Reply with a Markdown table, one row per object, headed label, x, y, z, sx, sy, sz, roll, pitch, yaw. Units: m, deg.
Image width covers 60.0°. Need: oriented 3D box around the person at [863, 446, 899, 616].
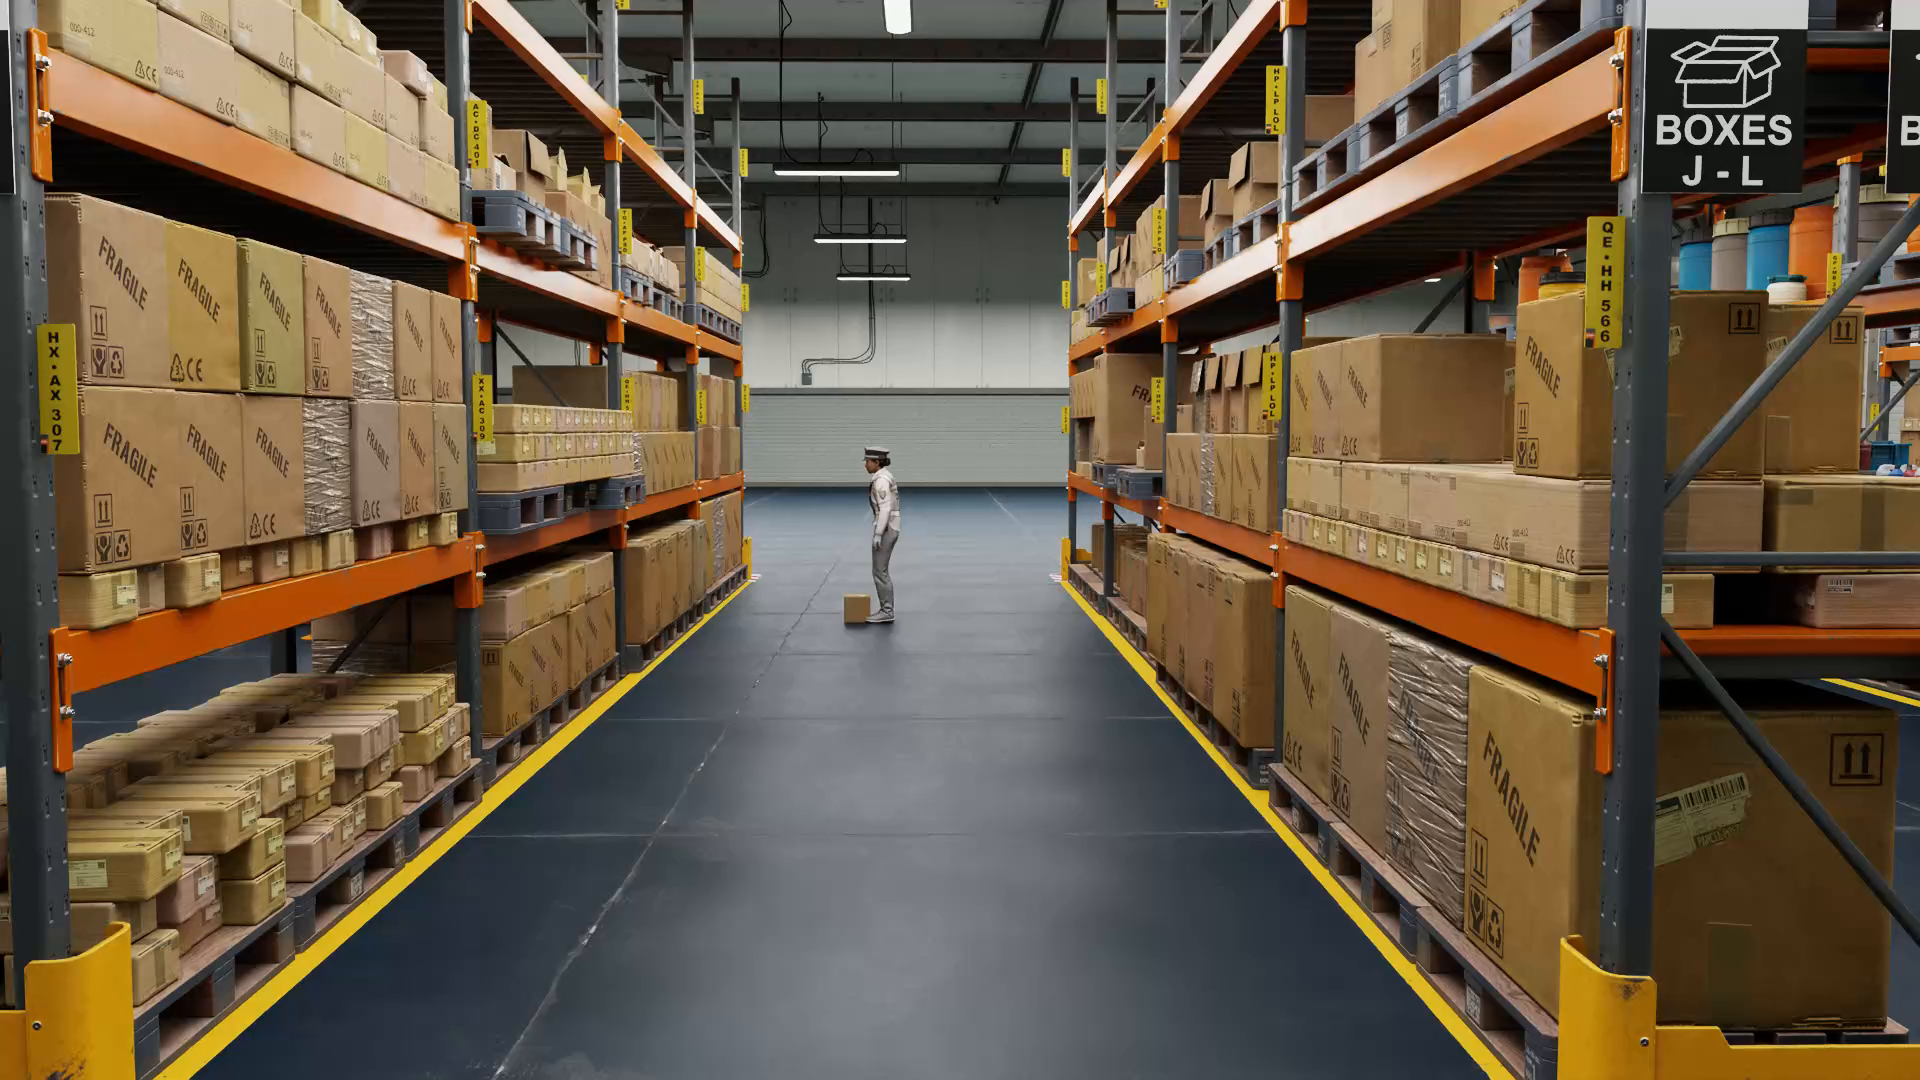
| label | x | y | z | sx | sy | sz | roll | pitch | yaw |
| --- | --- | --- | --- | --- | --- | --- | --- | --- | --- |
| person | -0.753 | -0.087 | 15.799 | 0.342 | 1.601 | 0.507 | 0 | 4 | -1 |
